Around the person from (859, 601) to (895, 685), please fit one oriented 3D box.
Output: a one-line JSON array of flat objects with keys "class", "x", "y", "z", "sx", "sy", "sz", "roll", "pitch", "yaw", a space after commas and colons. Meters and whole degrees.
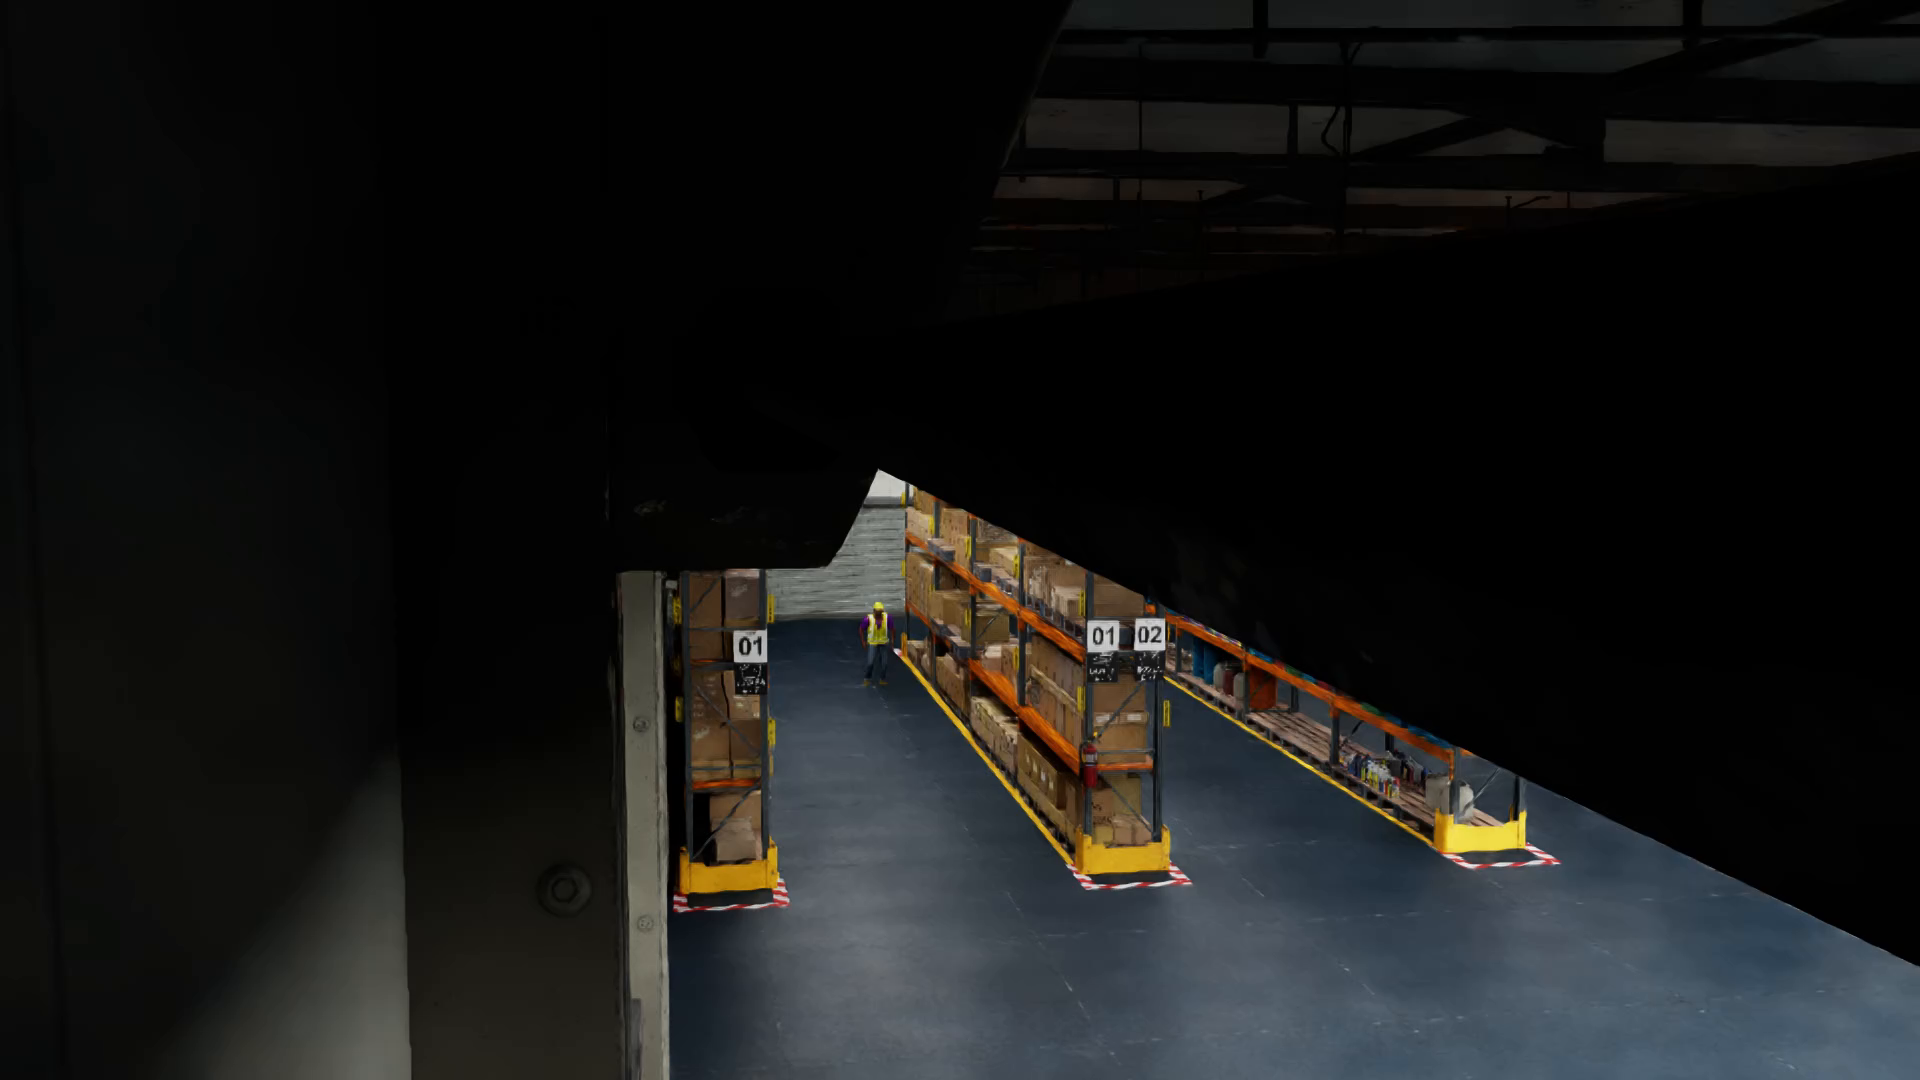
[{"class": "person", "x": -1.645, "y": 2.057, "z": 33.092, "sx": 0.719, "sy": 1.714, "sz": 0.578, "roll": -1, "pitch": 6, "yaw": -12}]
